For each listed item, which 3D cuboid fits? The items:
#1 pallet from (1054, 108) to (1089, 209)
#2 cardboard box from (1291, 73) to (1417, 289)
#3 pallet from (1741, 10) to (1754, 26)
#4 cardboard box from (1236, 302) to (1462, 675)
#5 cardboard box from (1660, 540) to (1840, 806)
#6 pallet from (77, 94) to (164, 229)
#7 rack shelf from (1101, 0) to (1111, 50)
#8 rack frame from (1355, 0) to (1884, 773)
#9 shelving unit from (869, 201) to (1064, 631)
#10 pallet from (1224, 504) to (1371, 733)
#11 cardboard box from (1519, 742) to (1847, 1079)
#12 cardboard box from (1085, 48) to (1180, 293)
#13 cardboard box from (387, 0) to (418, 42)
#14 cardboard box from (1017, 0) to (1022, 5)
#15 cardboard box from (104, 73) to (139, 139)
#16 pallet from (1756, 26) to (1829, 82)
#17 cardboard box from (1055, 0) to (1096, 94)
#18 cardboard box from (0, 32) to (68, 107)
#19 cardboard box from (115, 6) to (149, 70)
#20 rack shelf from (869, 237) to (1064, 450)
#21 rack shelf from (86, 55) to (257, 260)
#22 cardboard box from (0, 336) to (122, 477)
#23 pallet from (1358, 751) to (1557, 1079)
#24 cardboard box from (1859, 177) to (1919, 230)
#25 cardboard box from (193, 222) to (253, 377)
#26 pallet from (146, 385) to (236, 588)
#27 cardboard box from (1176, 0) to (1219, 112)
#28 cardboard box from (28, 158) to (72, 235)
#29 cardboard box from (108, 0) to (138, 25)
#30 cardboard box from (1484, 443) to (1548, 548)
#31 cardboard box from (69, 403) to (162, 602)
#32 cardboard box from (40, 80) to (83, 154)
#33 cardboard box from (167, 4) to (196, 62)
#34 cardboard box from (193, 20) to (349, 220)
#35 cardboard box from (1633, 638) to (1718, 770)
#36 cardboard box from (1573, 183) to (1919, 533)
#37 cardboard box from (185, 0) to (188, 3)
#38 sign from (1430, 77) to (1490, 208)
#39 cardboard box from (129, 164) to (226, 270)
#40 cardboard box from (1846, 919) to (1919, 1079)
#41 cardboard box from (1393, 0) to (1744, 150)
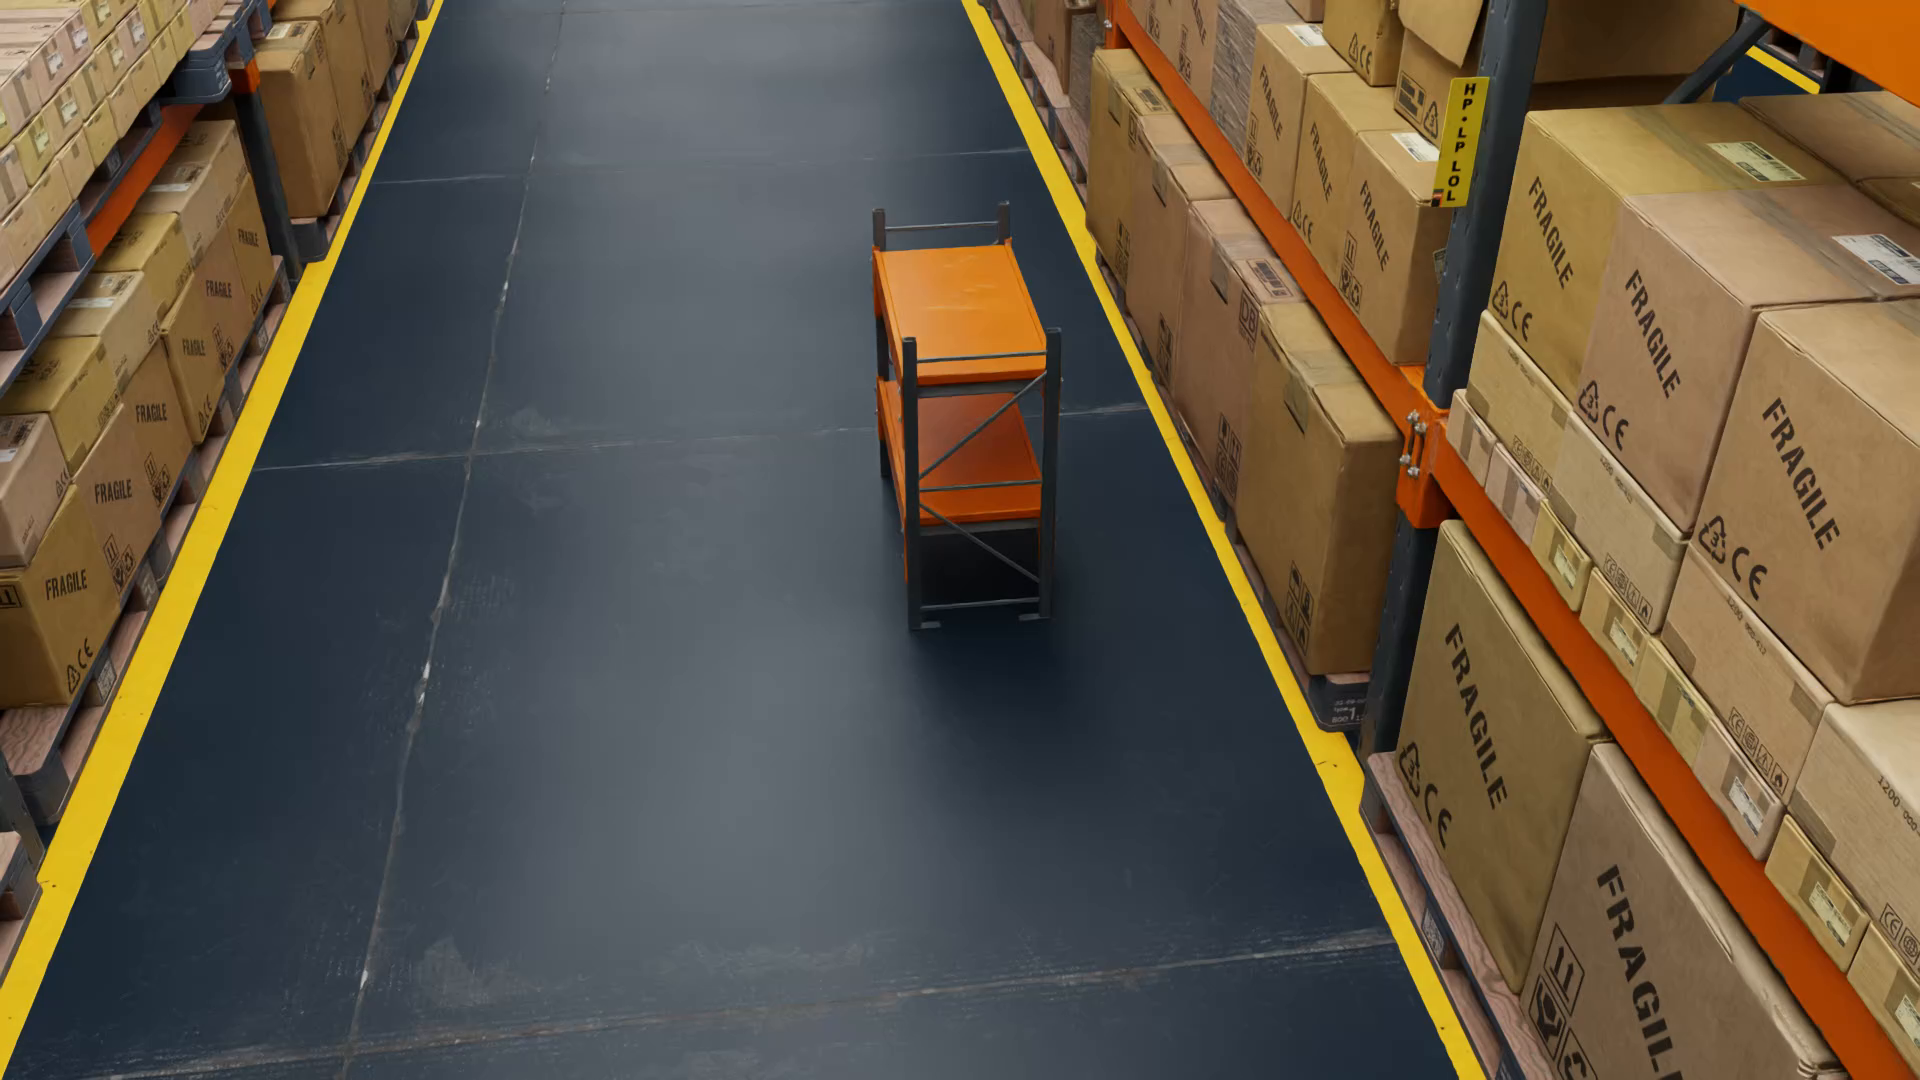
[{"bbox_3d":[1.112,-2.081,9.116,1.003,0.211,1.213,-4,35,-6],"label":"pallet"},{"bbox_3d":[1.361,-1.123,5.146,0.500,0.500,0.500,-3,34,-5],"label":"cardboard box"},{"bbox_3d":[5.730,-3.817,11.663,1.003,0.211,1.213,-4,35,-6],"label":"pallet"},{"bbox_3d":[1.648,-0.216,5.417,1.225,0.875,0.875,-4,35,-6],"label":"cardboard box"},{"bbox_3d":[1.695,0.223,3.128,0.500,0.250,0.500,-4,34,-5],"label":"cardboard box"},{"bbox_3d":[-3.406,-1.297,5.660,1.003,0.211,1.213,-4,35,-6],"label":"pallet"},{"bbox_3d":[0.947,-3.616,9.531,1.077,0.370,4.000,-4,35,-6],"label":"rack shelf"},{"bbox_3d":[1.754,-0.565,4.415,1.000,3.000,0.127,-4,35,-6],"label":"rack frame"},{"bbox_3d":[0.001,-0.461,5.928,0.538,1.125,1.048,-4,35,-6],"label":"shelving unit"},{"bbox_3d":[1.575,0.163,5.824,1.003,0.211,1.213,-4,35,-6],"label":"pallet"},{"bbox_3d":[1.884,1.016,3.609,0.875,0.875,0.875,-4,35,-6],"label":"cardboard box"},{"bbox_3d":[1.288,-1.706,7.603,1.225,0.875,0.875,-6,35,-9],"label":"cardboard box"},{"bbox_3d":[-4.078,-3.614,10.514,1.050,0.750,0.750,-5,35,-7],"label":"cardboard box"},{"bbox_3d":[0.739,-3.834,11.041,0.700,0.500,0.500,-7,35,-10],"label":"cardboard box"},{"bbox_3d":[-2.984,-1.439,5.548,0.380,0.149,0.250,-6,35,-9],"label":"cardboard box"},{"bbox_3d":[5.897,-3.134,10.662,1.003,0.211,1.213,-4,35,-6],"label":"pallet"},{"bbox_3d":[0.936,-2.943,9.733,0.700,0.500,0.500,-2,34,-2],"label":"cardboard box"},{"bbox_3d":[-2.914,-1.396,4.957,0.380,0.149,0.250,-5,35,-7],"label":"cardboard box"},{"bbox_3d":[-3.019,-1.709,5.681,0.380,0.149,0.250,-4,34,-5],"label":"cardboard box"},{"bbox_3d":[0.001,-0.703,5.763,0.538,0.278,1.000,-4,35,-6],"label":"rack shelf"},{"bbox_3d":[-3.444,-1.064,5.787,1.077,0.370,4.000,-4,35,-6],"label":"rack shelf"},{"bbox_3d":[-3.086,-0.425,5.391,0.500,0.250,0.500,-3,34,-5],"label":"cardboard box"},{"bbox_3d":[1.779,1.018,4.569,1.003,0.211,1.213,-4,35,-6],"label":"pallet"},{"bbox_3d":[2.144,-0.419,3.405,0.500,0.500,0.500,-4,34,-6],"label":"cardboard box"},{"bbox_3d":[-3.299,-0.981,6.872,0.500,0.500,0.500,-3,34,-4],"label":"cardboard box"},{"bbox_3d":[-3.448,-0.210,6.370,1.003,0.211,1.213,-4,35,-6],"label":"pallet"},{"bbox_3d":[1.156,-1.973,6.393,0.500,0.500,0.500,-5,35,-7],"label":"cardboard box"},{"bbox_3d":[-2.877,-1.004,4.910,0.380,0.149,0.250,-4,34,-6],"label":"cardboard box"},{"bbox_3d":[-3.021,-1.833,5.598,0.380,0.149,0.250,-3,34,-4],"label":"cardboard box"},{"bbox_3d":[1.499,-0.124,3.992,0.380,0.149,0.250,-5,35,-8],"label":"cardboard box"},{"bbox_3d":[-3.084,-0.114,5.600,0.500,0.500,0.500,-3,34,-4],"label":"cardboard box"},{"bbox_3d":[-2.918,-1.277,5.046,0.380,0.149,0.250,-3,34,-4],"label":"cardboard box"},{"bbox_3d":[-3.094,-1.885,6.203,0.380,0.149,0.250,-5,35,-7],"label":"cardboard box"},{"bbox_3d":[-3.705,-2.068,8.246,1.050,0.750,0.750,-5,35,-7],"label":"cardboard box"},{"bbox_3d":[1.607,0.312,3.351,0.380,0.149,0.250,-5,35,-7],"label":"cardboard box"},{"bbox_3d":[1.623,-0.374,3.338,0.500,0.500,0.500,-4,35,-6],"label":"cardboard box"},{"bbox_3d":[-3.119,-2.134,6.303,0.380,0.149,0.250,-4,34,-5],"label":"cardboard box"},{"bbox_3d":[1.217,-0.964,4.043,0.100,0.325,0.005,-4,35,-6],"label":"sign"},{"bbox_3d":[-3.282,-1.285,6.653,0.500,0.250,0.500,-4,34,-6],"label":"cardboard box"},{"bbox_3d":[1.712,0.744,2.717,0.380,0.149,0.250,-4,34,-5],"label":"cardboard box"},{"bbox_3d":[1.660,-1.376,4.627,0.797,0.503,0.637,-5,35,-8],"label":"cardboard box"}]
